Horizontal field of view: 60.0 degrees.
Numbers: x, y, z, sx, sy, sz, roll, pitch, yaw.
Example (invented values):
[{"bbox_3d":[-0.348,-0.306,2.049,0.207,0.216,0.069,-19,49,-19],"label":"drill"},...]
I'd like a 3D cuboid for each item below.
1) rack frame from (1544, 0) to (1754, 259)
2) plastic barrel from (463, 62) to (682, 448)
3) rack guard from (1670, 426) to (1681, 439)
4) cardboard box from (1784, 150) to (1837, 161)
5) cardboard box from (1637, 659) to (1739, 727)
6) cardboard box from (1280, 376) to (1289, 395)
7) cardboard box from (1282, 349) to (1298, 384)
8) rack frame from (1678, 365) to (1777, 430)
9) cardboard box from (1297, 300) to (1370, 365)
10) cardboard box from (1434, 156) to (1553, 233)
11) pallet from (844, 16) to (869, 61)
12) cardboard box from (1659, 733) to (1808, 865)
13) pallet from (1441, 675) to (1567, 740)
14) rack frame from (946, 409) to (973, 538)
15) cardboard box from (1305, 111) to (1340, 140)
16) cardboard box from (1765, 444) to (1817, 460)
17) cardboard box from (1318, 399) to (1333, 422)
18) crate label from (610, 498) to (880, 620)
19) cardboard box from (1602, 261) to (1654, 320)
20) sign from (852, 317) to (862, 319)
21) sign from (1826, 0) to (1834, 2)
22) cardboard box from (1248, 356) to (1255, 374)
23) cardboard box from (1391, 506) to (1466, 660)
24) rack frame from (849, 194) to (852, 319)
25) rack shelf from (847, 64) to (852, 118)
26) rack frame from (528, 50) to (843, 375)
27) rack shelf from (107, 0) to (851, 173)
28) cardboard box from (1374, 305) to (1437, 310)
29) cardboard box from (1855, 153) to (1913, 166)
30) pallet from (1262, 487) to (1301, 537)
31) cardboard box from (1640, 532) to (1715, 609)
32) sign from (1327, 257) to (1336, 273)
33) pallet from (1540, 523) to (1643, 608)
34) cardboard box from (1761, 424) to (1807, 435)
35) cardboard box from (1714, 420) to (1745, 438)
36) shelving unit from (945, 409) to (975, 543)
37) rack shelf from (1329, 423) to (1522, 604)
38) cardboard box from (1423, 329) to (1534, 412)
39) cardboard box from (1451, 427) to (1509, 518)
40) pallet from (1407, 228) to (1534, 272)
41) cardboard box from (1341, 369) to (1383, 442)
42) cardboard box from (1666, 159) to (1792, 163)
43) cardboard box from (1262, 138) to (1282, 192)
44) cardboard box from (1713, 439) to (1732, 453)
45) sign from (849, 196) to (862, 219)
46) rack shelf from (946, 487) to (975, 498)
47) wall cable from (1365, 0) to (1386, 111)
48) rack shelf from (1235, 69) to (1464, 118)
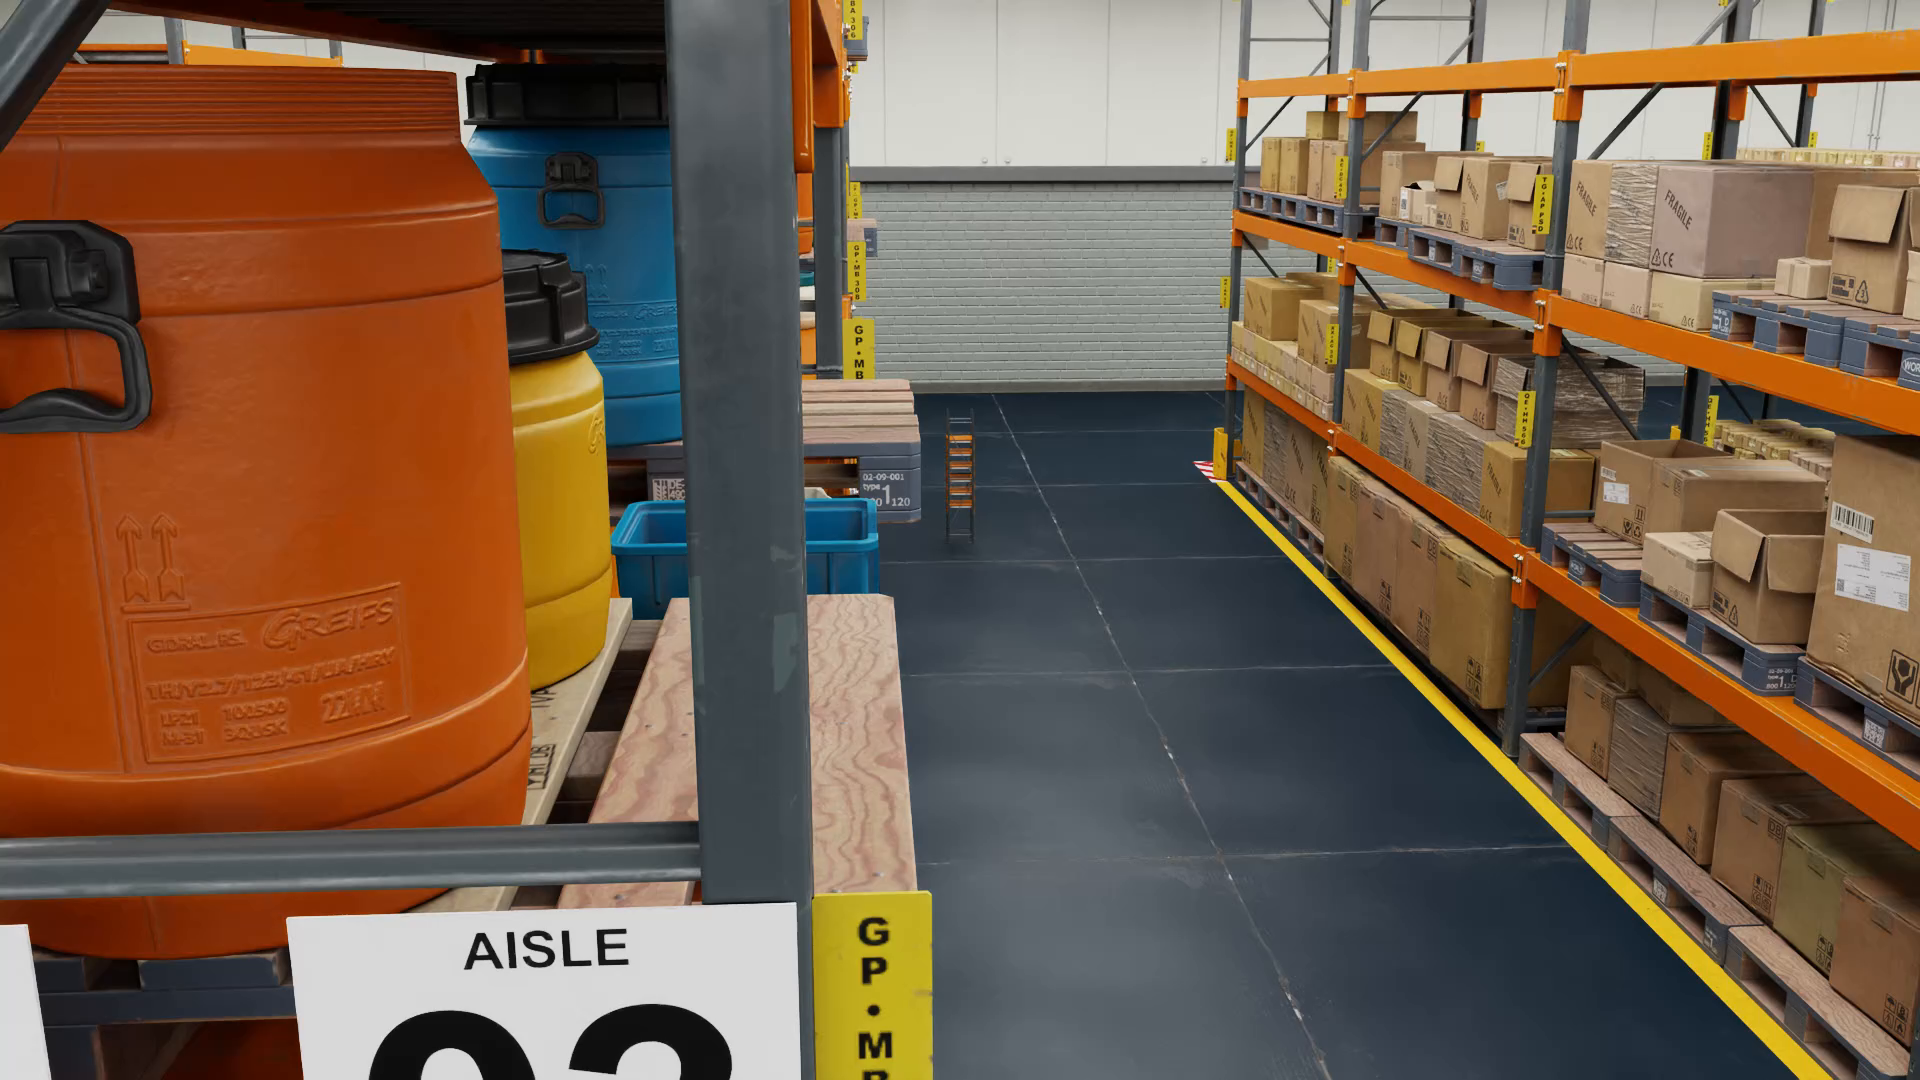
[{"bbox_3d":[3.825,-3.054,9.060,1.000,3.000,0.127,-1,14,-3],"label":"rack frame"},{"bbox_3d":[-0.916,-0.727,4.187,0.600,0.901,0.708,-1,14,-3],"label":"plastic barrel"},{"bbox_3d":[8.291,-0.960,17.978,1.175,0.500,0.348,-1,14,-3],"label":"rack guard"},{"bbox_3d":[8.156,-3.665,15.954,0.380,0.149,0.250,0,14,-2],"label":"cardboard box"},{"bbox_3d":[3.939,0.784,8.812,0.500,0.250,0.500,1,14,3],"label":"cardboard box"},{"bbox_3d":[3.151,-1.412,15.222,0.380,0.149,0.250,-1,14,-4],"label":"cardboard box"},{"bbox_3d":[3.221,-1.576,15.060,0.500,0.250,0.500,-1,14,-2],"label":"cardboard box"},{"bbox_3d":[8.286,-2.189,17.740,1.000,3.000,0.127,-1,14,-3],"label":"rack frame"},{"bbox_3d":[3.255,-1.813,14.475,0.500,0.500,0.500,-1,14,-3],"label":"cardboard box"},{"bbox_3d":[3.677,-2.362,11.341,0.797,0.503,0.637,-1,14,-4],"label":"cardboard box"},{"bbox_3d":[-1.133,-2.872,9.535,1.213,0.211,1.003,-1,14,-3],"label":"pallet"},{"bbox_3d":[3.975,1.294,8.334,0.700,0.500,0.500,0,14,1],"label":"cardboard box"},{"bbox_3d":[3.851,1.005,10.921,1.003,0.211,1.213,-1,14,-3],"label":"pallet"},{"bbox_3d":[-0.005,-0.600,15.175,0.240,1.200,0.006,-1,14,-3],"label":"rack frame"},{"bbox_3d":[3.444,-3.752,15.042,0.500,0.250,0.500,-1,14,-5],"label":"cardboard box"},{"bbox_3d":[8.081,-0.838,16.171,0.380,0.149,0.250,-1,14,-3],"label":"cardboard box"},{"bbox_3d":[3.231,-1.092,13.980,0.380,0.149,0.250,-1,14,-3],"label":"cardboard box"},{"bbox_3d":[-0.409,0.066,3.251,0.502,0.251,0.408,-1,14,-3],"label":"crate label"},{"bbox_3d":[3.631,-1.280,8.486,0.500,0.250,0.500,-1,14,-2],"label":"cardboard box"},{"bbox_3d":[-1.066,-2.153,17.271,0.100,0.325,0.005,-1,14,-3],"label":"sign"},{"bbox_3d":[8.841,-5.627,16.870,0.100,0.325,0.005,-1,14,-3],"label":"sign"},{"bbox_3d":[3.073,-1.731,16.461,0.380,0.149,0.250,-1,14,-4],"label":"cardboard box"},{"bbox_3d":[3.755,0.283,11.550,1.225,0.875,0.875,-1,14,-3],"label":"cardboard box"},{"bbox_3d":[-1.614,-2.062,17.243,1.000,3.000,0.127,-1,14,-3],"label":"rack frame"},{"bbox_3d":[-1.243,-2.933,10.835,1.077,0.370,4.000,-1,14,-3],"label":"rack shelf"},{"bbox_3d":[-0.871,-1.983,4.896,1.000,3.000,0.127,-1,14,-3],"label":"rack frame"},{"bbox_3d":[-0.747,-0.943,3.102,1.077,0.370,4.000,-1,14,-3],"label":"rack shelf"},{"bbox_3d":[3.803,-1.701,14.040,0.500,0.500,0.500,-1,14,-3],"label":"cardboard box"},{"bbox_3d":[8.169,-3.343,14.700,0.380,0.149,0.250,-1,15,-6],"label":"cardboard box"},{"bbox_3d":[3.529,-0.287,15.943,1.003,0.211,1.213,-1,14,-3],"label":"pallet"},{"bbox_3d":[3.699,0.141,8.140,0.500,0.250,0.500,-1,14,-5],"label":"cardboard box"},{"bbox_3d":[3.872,-2.818,17.385,0.100,0.325,0.005,-1,14,-3],"label":"sign"},{"bbox_3d":[3.975,0.120,9.149,1.213,0.211,1.003,-1,14,-3],"label":"pallet"},{"bbox_3d":[8.530,-1.109,17.226,0.380,0.149,0.250,-1,14,-2],"label":"cardboard box"},{"bbox_3d":[7.979,-1.165,17.442,0.380,0.149,0.250,-2,15,-6],"label":"cardboard box"},{"bbox_3d":[0.001,-0.577,15.087,0.258,1.200,0.189,-1,14,-3],"label":"shelving unit"},{"bbox_3d":[3.701,-0.297,11.830,1.077,0.370,4.000,-1,14,-3],"label":"rack shelf"},{"bbox_3d":[3.710,-1.194,11.655,0.797,0.503,0.637,0,14,-2],"label":"cardboard box"},{"bbox_3d":[3.522,-0.440,10.739,0.500,0.500,0.500,-1,14,-4],"label":"cardboard box"},{"bbox_3d":[3.660,-1.947,11.157,1.003,0.211,1.213,0,14,-1],"label":"pallet"},{"bbox_3d":[3.356,-1.073,13.201,0.500,0.500,0.500,-1,14,-3],"label":"cardboard box"},{"bbox_3d":[4.104,-1.777,8.912,0.500,0.500,0.500,-1,14,-2],"label":"cardboard box"},{"bbox_3d":[3.329,-3.621,16.038,0.700,0.500,0.500,-1,14,-5],"label":"cardboard box"},{"bbox_3d":[8.023,-0.953,17.216,0.380,0.149,0.250,-1,14,-4],"label":"cardboard box"},{"bbox_3d":[-0.817,-2.532,13.033,0.100,0.325,0.005,-1,14,-3],"label":"sign"},{"bbox_3d":[0.001,-0.418,15.127,0.258,0.103,0.180,-1,14,-3],"label":"rack shelf"},{"bbox_3d":[6.419,-8.061,22.064,2.277,5.999,0.120,-1,14,-3],"label":"wall cable"},{"bbox_3d":[3.453,-4.004,14.999,1.077,0.370,4.000,-1,14,-3],"label":"rack shelf"}]
